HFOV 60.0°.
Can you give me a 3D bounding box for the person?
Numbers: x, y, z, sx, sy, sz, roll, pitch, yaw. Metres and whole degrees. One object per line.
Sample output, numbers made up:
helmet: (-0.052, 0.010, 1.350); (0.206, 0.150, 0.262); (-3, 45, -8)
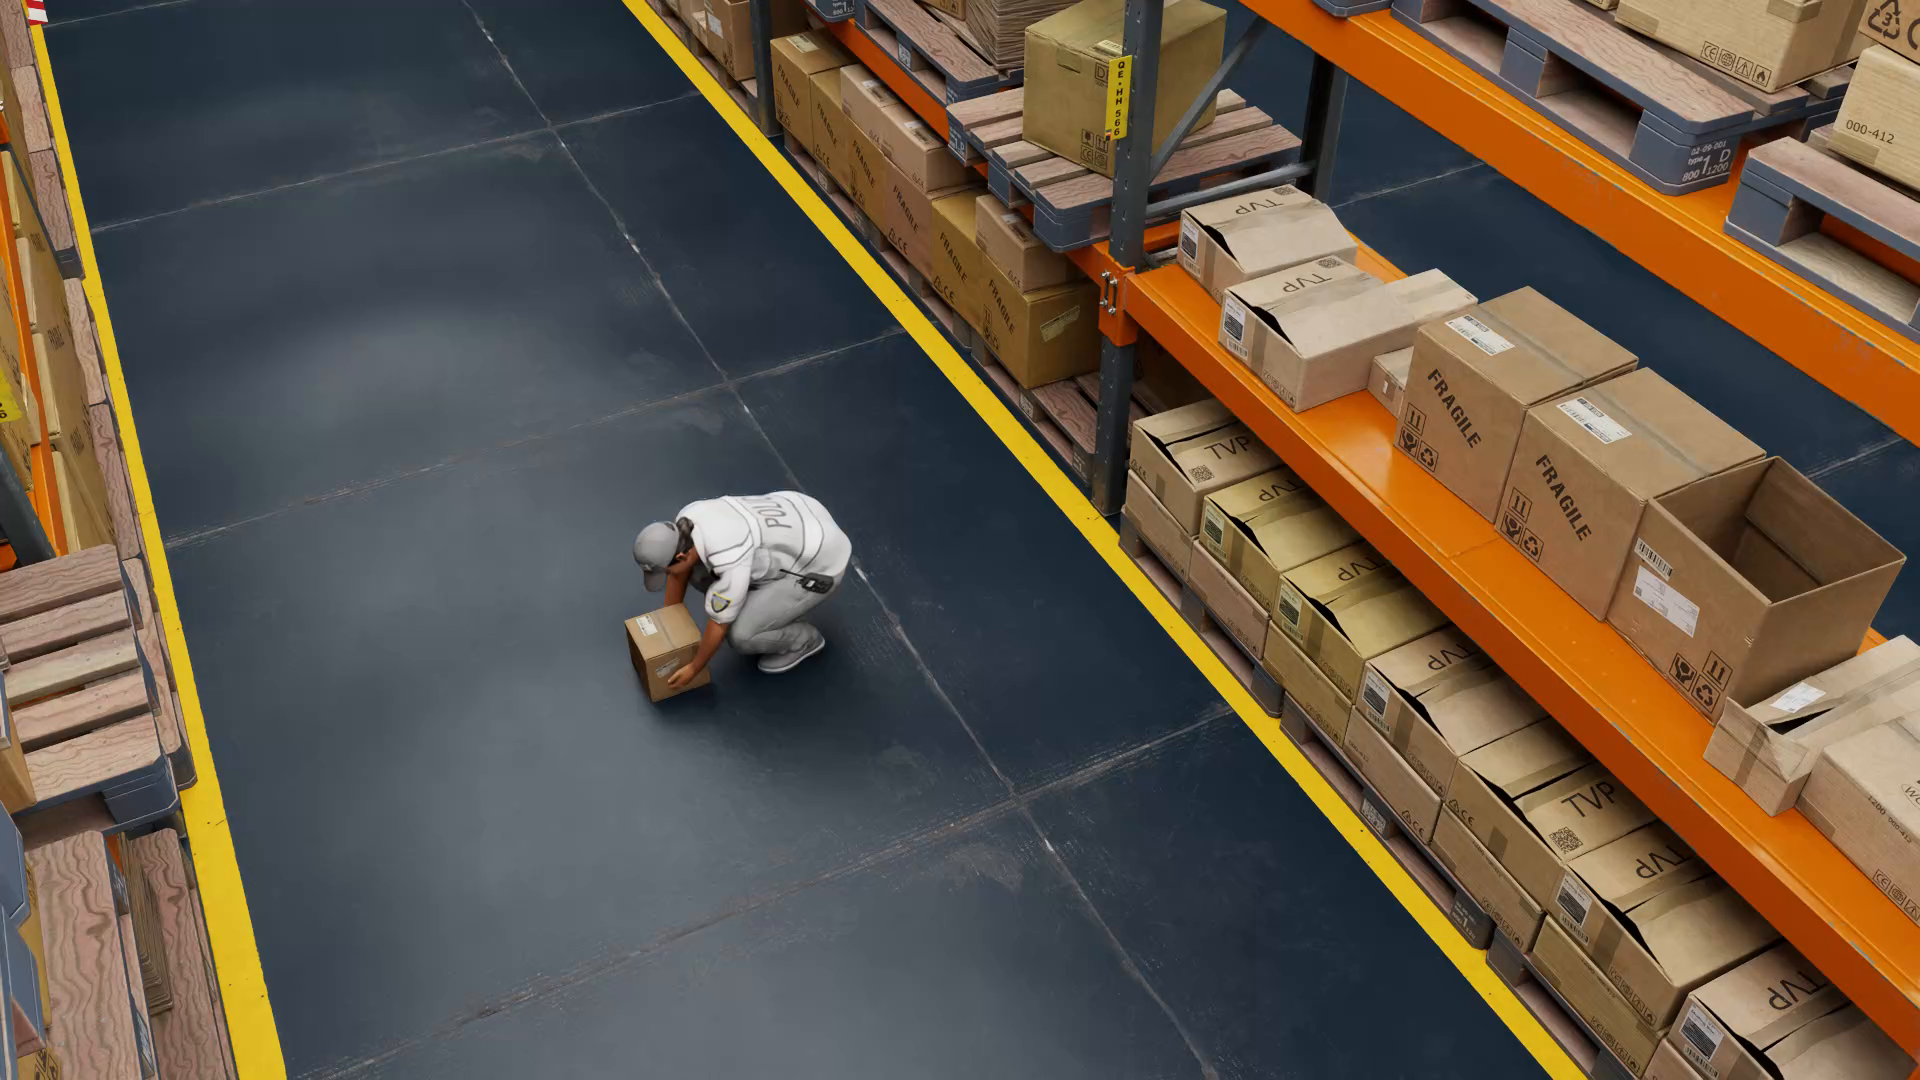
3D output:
person: (-0.861, 0.138, 6.634); (0.867, 0.837, 0.517); (-19, 45, -20)
